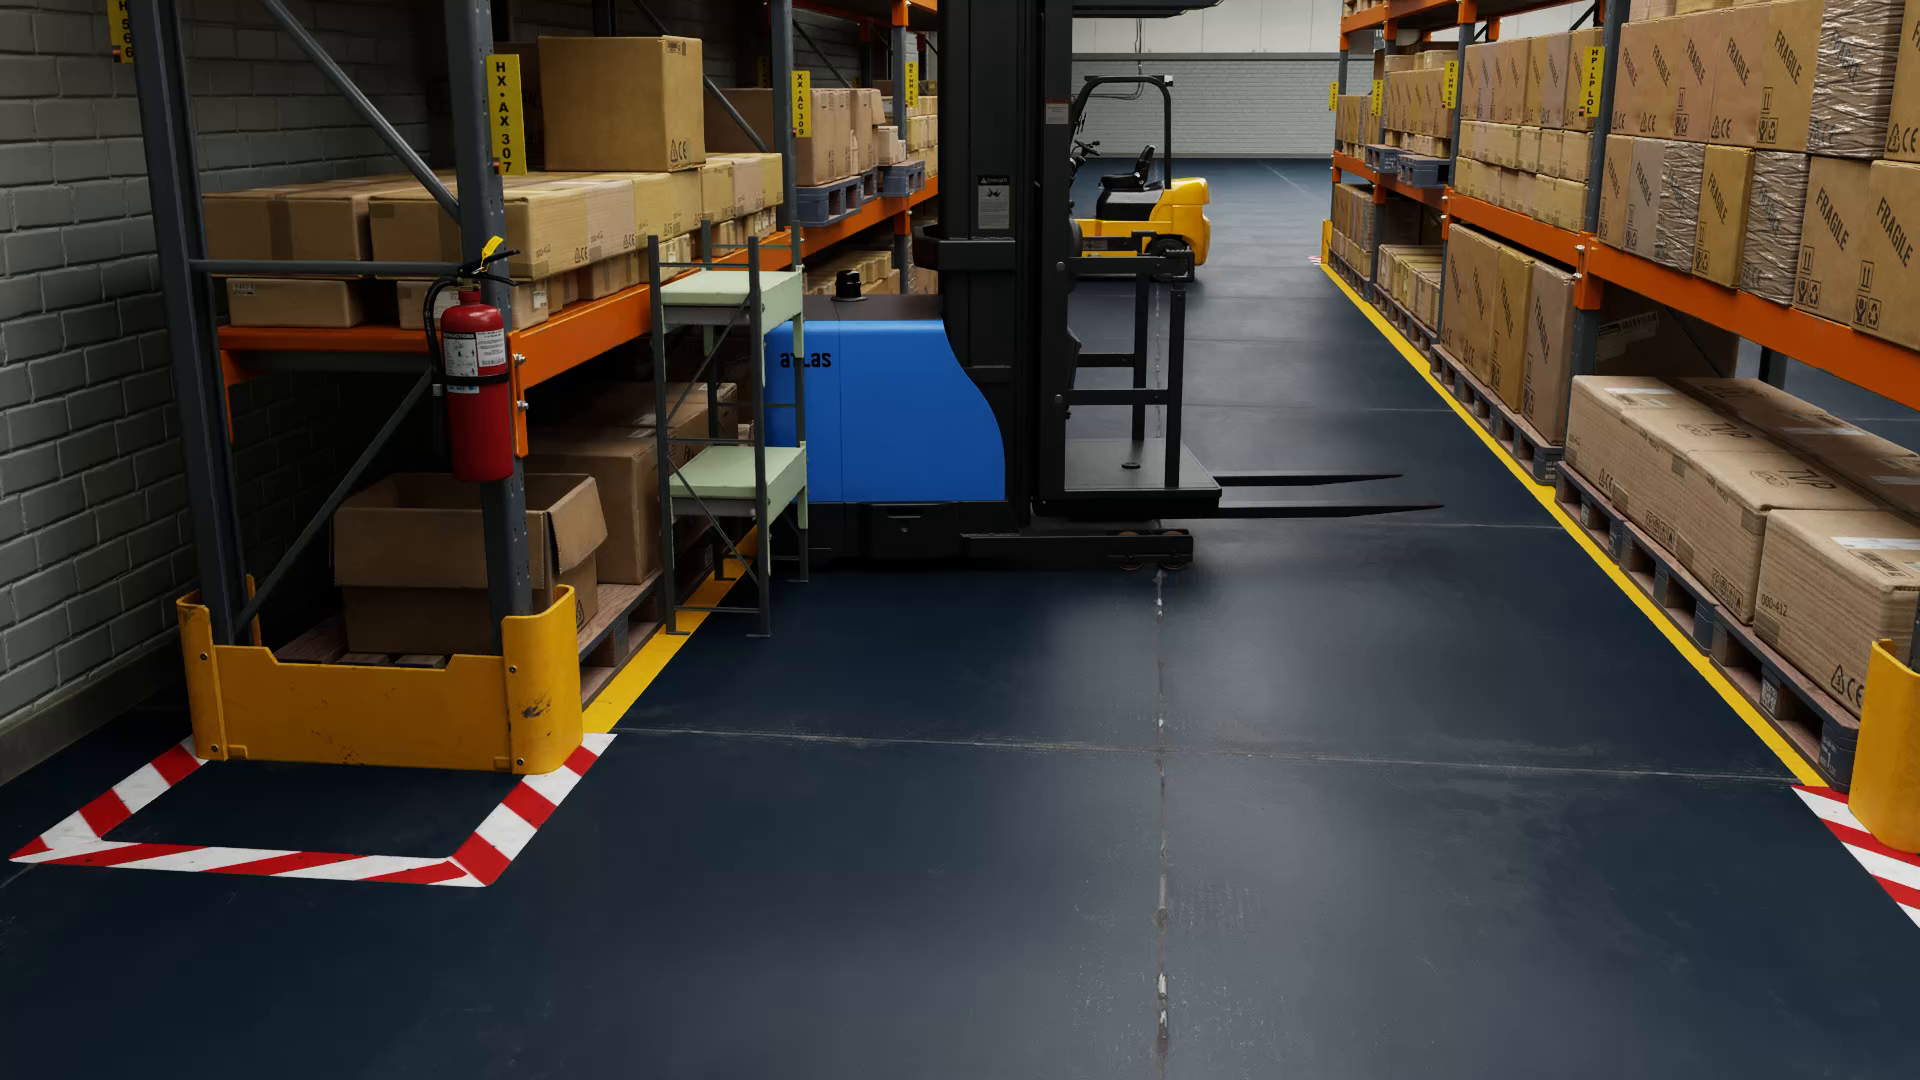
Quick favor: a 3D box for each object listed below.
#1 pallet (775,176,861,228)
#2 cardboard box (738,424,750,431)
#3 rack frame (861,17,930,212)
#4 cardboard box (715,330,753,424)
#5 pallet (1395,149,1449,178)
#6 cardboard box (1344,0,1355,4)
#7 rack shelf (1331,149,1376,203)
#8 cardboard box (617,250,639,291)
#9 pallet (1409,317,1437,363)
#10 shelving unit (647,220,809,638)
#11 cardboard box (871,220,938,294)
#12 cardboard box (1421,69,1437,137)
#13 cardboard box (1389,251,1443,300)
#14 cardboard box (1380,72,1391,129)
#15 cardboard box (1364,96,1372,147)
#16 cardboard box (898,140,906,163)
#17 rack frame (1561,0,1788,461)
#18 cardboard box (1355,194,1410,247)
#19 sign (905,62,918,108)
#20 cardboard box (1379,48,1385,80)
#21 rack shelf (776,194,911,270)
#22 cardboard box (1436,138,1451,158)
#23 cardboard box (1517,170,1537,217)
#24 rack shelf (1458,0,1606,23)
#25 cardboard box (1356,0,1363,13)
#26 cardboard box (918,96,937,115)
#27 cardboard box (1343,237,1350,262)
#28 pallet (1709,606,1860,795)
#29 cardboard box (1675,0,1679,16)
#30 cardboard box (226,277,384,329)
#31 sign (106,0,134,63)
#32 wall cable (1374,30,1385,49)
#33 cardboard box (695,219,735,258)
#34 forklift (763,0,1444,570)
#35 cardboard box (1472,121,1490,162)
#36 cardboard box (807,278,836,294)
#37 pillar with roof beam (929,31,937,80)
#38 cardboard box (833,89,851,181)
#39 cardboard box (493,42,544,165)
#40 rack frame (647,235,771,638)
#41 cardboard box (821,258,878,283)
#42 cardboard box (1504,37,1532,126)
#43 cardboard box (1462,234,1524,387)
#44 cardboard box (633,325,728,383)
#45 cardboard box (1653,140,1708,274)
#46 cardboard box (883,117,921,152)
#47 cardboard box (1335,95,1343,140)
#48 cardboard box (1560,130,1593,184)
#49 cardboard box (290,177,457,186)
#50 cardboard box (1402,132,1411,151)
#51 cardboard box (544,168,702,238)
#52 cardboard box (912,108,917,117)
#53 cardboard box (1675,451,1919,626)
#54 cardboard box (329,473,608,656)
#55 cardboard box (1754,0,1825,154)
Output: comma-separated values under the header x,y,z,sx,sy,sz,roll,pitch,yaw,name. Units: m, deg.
x,y,z,sx,sy,sz,roll,pitch,yaw,name
-1.152,-1.926,9.405,1.003,0.211,1.213,2,15,6,pallet
-1.122,-0.488,8.376,0.380,0.149,0.250,1,15,5,cardboard box
-0.448,-3.889,16.298,1.000,3.000,0.127,2,15,6,rack frame
-1.073,-0.929,9.336,0.500,0.500,0.500,2,15,9,cardboard box
4.216,-3.128,13.853,1.003,0.211,1.213,2,15,6,pallet
4.614,-6.178,18.734,0.500,0.250,0.500,1,15,5,cardboard box
4.710,-3.915,17.773,1.077,0.370,4.000,2,15,6,rack shelf
-1.401,-1.002,6.102,0.380,0.149,0.250,2,15,7,cardboard box
4.123,-1.563,13.038,1.003,0.211,1.213,2,15,6,pallet
-0.877,-0.456,6.472,0.431,1.500,0.755,2,15,6,shelving unit
-0.591,-2.609,15.308,0.875,0.625,0.625,2,15,6,cardboard box
3.855,-3.362,12.781,0.500,0.500,0.500,1,15,5,cardboard box
4.350,-2.355,14.856,0.950,0.372,0.625,3,15,10,cardboard box
4.146,-4.025,15.236,0.500,0.500,0.500,2,15,8,cardboard box
4.339,-4.192,16.657,0.500,0.500,0.500,2,15,8,cardboard box
-0.592,-2.751,11.768,0.380,0.149,0.250,2,15,7,cardboard box
3.582,-1.669,8.088,1.000,3.000,0.127,2,15,6,rack frame
4.340,-3.275,17.052,0.500,0.500,0.500,2,15,7,cardboard box
-0.359,-3.359,12.271,0.100,0.325,0.005,2,15,6,sign
5.030,-5.186,18.417,0.700,0.500,0.500,2,15,7,cardboard box
-1.125,-1.986,10.637,1.077,0.370,4.000,2,15,6,rack shelf
3.795,-2.952,12.508,0.380,0.149,0.250,2,15,7,cardboard box
3.516,-1.983,9.535,0.500,0.250,0.500,1,15,5,cardboard box
3.807,-3.288,9.709,1.077,0.370,4.000,2,15,6,rack shelf
4.434,-5.696,17.717,0.380,0.149,0.250,2,15,7,cardboard box
-0.334,-3.752,14.357,0.380,0.149,0.250,1,15,5,cardboard box
4.456,-3.182,18.145,0.500,0.250,0.500,3,15,10,cardboard box
3.143,0.505,5.391,1.003,0.211,1.213,2,15,6,pallet
3.288,-2.304,7.088,0.380,0.149,0.250,2,15,6,cardboard box
-2.031,-0.749,5.168,0.380,0.149,0.250,2,15,6,cardboard box
-2.351,-1.510,4.676,0.100,0.325,0.005,2,15,6,sign
13.492,-17.532,48.746,2.305,6.003,0.169,2,15,6,wall cable
-1.206,-1.332,7.324,0.380,0.149,0.250,1,15,5,cardboard box
0.622,-1.422,7.305,3.031,2.935,1.130,-1,15,-2,forklift
3.671,-2.617,10.924,0.500,0.250,0.500,2,15,8,cardboard box
-0.961,-1.549,10.386,0.380,0.149,0.250,2,15,8,cardboard box
3.984,-9.098,24.068,9.100,9.000,0.400,2,15,6,pillar with roof beam
-1.016,-2.318,9.493,0.700,0.500,0.500,2,15,7,cardboard box
-1.783,-1.869,7.108,0.500,0.500,0.500,1,15,5,cardboard box
-0.918,-0.361,6.121,0.400,1.500,0.023,2,15,6,rack frame
-0.777,-1.887,11.634,0.380,0.149,0.250,1,15,4,cardboard box
3.554,-2.723,9.880,0.500,0.500,0.500,2,15,7,cardboard box
3.768,-1.476,10.639,0.875,0.875,0.875,2,15,7,cardboard box
-1.589,-0.946,9.400,0.500,0.500,0.500,2,15,6,cardboard box
3.145,-1.344,6.695,0.500,0.500,0.500,2,15,7,cardboard box
-0.582,-3.128,12.812,0.500,0.250,0.500,2,15,6,cardboard box
4.607,-4.858,19.122,0.500,0.500,0.500,1,15,5,cardboard box
3.390,-1.959,8.492,0.500,0.250,0.500,2,15,6,cardboard box
-1.955,-1.109,5.734,0.500,0.250,0.500,2,15,6,cardboard box
3.933,-3.354,13.996,0.380,0.149,0.250,2,15,8,cardboard box
-1.336,-1.353,6.638,0.500,0.250,0.500,1,15,5,cardboard box
-0.542,-3.356,12.894,0.380,0.149,0.250,2,15,7,cardboard box
3.200,-0.009,6.053,0.875,0.438,0.875,2,15,8,cardboard box
-1.639,0.070,5.636,0.797,0.503,0.637,1,15,4,cardboard box
3.037,-1.559,5.574,0.500,0.500,0.500,2,15,6,cardboard box
